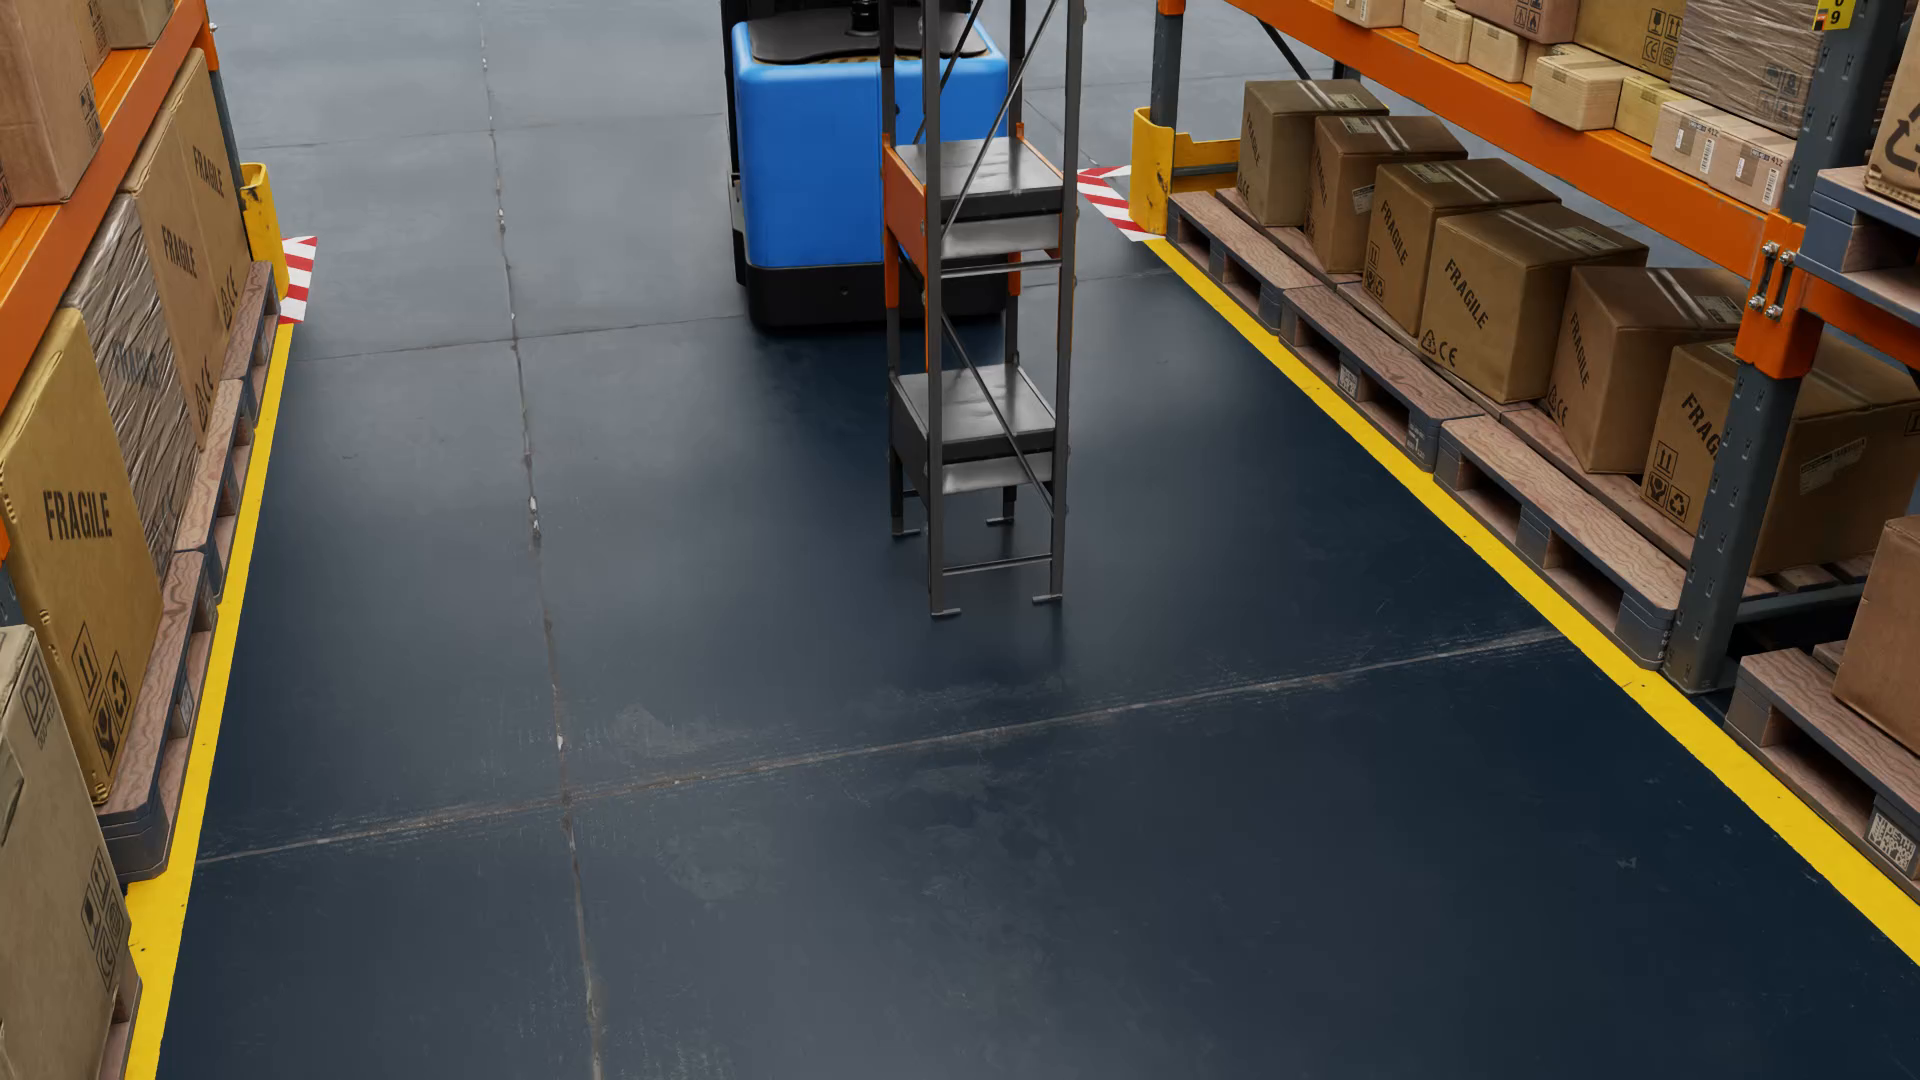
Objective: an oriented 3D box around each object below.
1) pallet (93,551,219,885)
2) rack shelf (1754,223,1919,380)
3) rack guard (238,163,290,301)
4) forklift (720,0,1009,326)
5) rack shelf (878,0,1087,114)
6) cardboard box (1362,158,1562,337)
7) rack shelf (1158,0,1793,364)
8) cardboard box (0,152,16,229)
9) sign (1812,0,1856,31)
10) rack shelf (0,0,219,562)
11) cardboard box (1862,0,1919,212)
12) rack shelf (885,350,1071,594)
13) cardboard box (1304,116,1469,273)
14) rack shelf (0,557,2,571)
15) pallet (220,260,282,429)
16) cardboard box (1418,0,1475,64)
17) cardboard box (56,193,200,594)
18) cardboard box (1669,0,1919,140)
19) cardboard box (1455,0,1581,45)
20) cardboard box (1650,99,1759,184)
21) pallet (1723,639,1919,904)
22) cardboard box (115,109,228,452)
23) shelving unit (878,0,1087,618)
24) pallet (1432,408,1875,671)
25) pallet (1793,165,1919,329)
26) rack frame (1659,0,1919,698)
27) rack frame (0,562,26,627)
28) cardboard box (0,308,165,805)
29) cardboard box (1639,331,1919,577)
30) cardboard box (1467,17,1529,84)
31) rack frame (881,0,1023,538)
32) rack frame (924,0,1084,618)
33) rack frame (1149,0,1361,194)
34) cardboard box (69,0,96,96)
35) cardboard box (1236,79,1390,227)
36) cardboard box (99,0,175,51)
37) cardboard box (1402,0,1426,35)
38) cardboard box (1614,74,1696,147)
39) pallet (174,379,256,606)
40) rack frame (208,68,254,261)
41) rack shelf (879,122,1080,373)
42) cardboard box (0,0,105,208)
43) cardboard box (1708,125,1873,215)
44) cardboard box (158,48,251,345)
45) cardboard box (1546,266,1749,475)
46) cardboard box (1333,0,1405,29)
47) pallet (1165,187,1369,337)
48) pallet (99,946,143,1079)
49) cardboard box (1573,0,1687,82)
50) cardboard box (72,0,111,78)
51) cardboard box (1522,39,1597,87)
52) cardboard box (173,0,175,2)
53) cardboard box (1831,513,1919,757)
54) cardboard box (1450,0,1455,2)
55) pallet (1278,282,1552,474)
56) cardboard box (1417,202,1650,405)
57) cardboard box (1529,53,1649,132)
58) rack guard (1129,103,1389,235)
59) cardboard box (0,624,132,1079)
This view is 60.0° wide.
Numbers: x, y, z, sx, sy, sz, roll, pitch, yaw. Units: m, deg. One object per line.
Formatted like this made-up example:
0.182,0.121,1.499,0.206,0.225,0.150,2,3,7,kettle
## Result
-2.497,0.474,4.220,1.003,0.211,1.213,-8,31,-13,pallet
2.969,0.312,2.435,1.077,0.370,4.000,-8,31,-13,rack shelf
-3.439,-1.217,6.853,1.175,0.500,0.348,-8,31,-13,rack guard
-0.531,-2.831,7.215,1.130,2.935,3.031,-4,30,-8,forklift
0.044,-1.423,4.242,0.431,0.518,0.480,-8,31,-13,rack shelf
1.866,-1.105,6.240,0.500,0.500,0.500,-5,30,-9,cardboard box
1.908,-1.620,5.773,1.077,0.370,4.000,-8,31,-13,rack shelf
-2.648,-0.859,3.590,0.875,0.550,0.550,-8,31,-13,cardboard box
1.917,-1.264,3.576,0.100,0.325,0.005,-8,31,-13,sign
-2.901,-1.009,4.718,1.077,0.370,4.000,-8,31,-13,rack shelf
2.514,-1.005,2.973,1.000,1.000,1.000,-8,31,-13,cardboard box
0.044,-0.211,4.943,0.431,0.518,0.480,-8,31,-13,rack shelf
1.718,-1.409,6.767,0.500,0.500,0.500,0,30,0,cardboard box
-1.840,0.922,1.380,1.077,0.370,4.000,-8,31,-13,rack shelf
-3.145,-0.704,6.256,1.003,0.211,1.213,-8,31,-13,pallet
1.714,-1.648,5.354,0.380,0.149,0.250,-8,31,-13,cardboard box
-2.713,-0.365,4.588,0.875,0.875,0.875,-8,31,-13,cardboard box
2.379,-1.363,4.214,0.875,0.500,0.500,-8,31,-13,cardboard box
2.050,-1.837,5.033,0.875,0.500,0.500,-8,31,-13,cardboard box
2.041,-1.044,4.309,0.380,0.149,0.250,-8,31,-13,cardboard box
2.646,0.617,3.973,1.003,0.211,1.213,-8,31,-13,pallet
-2.953,-0.806,5.349,0.875,0.875,0.875,-8,31,-14,cardboard box
0.044,-0.829,4.586,0.431,2.100,0.503,-8,31,-13,shelving unit
2.226,-0.078,5.175,1.003,0.211,1.213,-8,31,-13,pallet
2.501,-0.494,3.301,1.003,0.211,1.213,-8,31,-13,pallet
2.438,-0.966,3.924,1.000,3.000,0.127,-8,31,-13,rack frame
-2.371,-0.355,2.869,1.000,3.000,0.127,-8,31,-13,rack frame
-2.470,0.070,3.837,0.875,0.875,0.875,-7,31,-13,cardboard box
2.371,-0.264,4.788,0.500,0.500,0.500,-9,31,-15,cardboard box
1.814,-1.532,5.153,0.380,0.149,0.250,-8,31,-13,cardboard box
-0.021,-0.947,4.789,0.400,2.100,0.015,-8,31,-13,rack frame
0.109,-0.711,4.382,0.400,2.100,0.015,-8,31,-13,rack frame
1.377,-2.897,7.262,1.000,3.000,0.127,-8,31,-13,rack frame
-2.915,-1.378,4.487,0.875,0.550,0.500,-8,31,-13,cardboard box
1.526,-1.694,7.258,0.500,0.500,0.500,-2,30,-4,cardboard box
-3.123,-1.916,5.416,0.875,0.550,0.550,-8,31,-13,cardboard box
1.721,-1.779,5.580,0.380,0.149,0.250,-8,31,-13,cardboard box
2.032,-1.172,4.532,0.380,0.149,0.250,-8,31,-13,cardboard box
-2.824,-0.116,5.240,1.003,0.211,1.213,-8,31,-13,pallet
-3.432,-2.287,6.207,1.000,3.000,0.127,-8,31,-13,rack frame
0.044,-0.817,4.593,0.431,0.518,0.480,-8,31,-13,rack shelf
-2.678,-1.135,4.068,0.875,0.550,0.550,-8,31,-13,cardboard box
2.098,-0.922,4.099,0.380,0.149,0.250,-8,31,-13,cardboard box
-3.189,-1.230,6.083,0.875,0.875,0.875,-8,31,-13,cardboard box
2.211,-0.540,5.264,0.500,0.500,0.500,2,30,3,cardboard box
1.527,-1.882,5.758,0.380,0.149,0.250,-8,31,-13,cardboard box
1.578,-1.257,7.211,1.003,0.211,1.213,-8,31,-13,pallet
-2.093,1.215,2.941,1.003,0.211,1.213,-8,31,-13,pallet
2.280,-1.609,4.639,0.875,0.500,0.500,-8,31,-13,cardboard box
-3.095,-1.629,4.920,0.875,0.550,0.550,-8,31,-13,cardboard box
1.919,-1.417,4.954,0.380,0.149,0.250,-8,31,-13,cardboard box
-3.290,-2.179,5.870,0.875,0.550,0.550,-8,31,-13,cardboard box
2.581,0.225,3.923,0.700,0.500,0.500,-10,32,-17,cardboard box
1.957,-2.084,5.460,0.875,0.500,0.500,-8,31,-13,cardboard box
1.899,-0.669,6.195,1.003,0.211,1.213,-8,31,-13,pallet
1.971,-0.829,5.764,0.500,0.500,0.500,-11,32,-18,cardboard box
1.858,-1.278,4.715,0.380,0.149,0.250,-8,31,-13,cardboard box
1.397,-1.779,7.824,1.175,0.500,0.348,-8,31,-13,rack guard
-2.119,0.725,2.830,1.050,0.750,0.750,-8,31,-14,cardboard box
